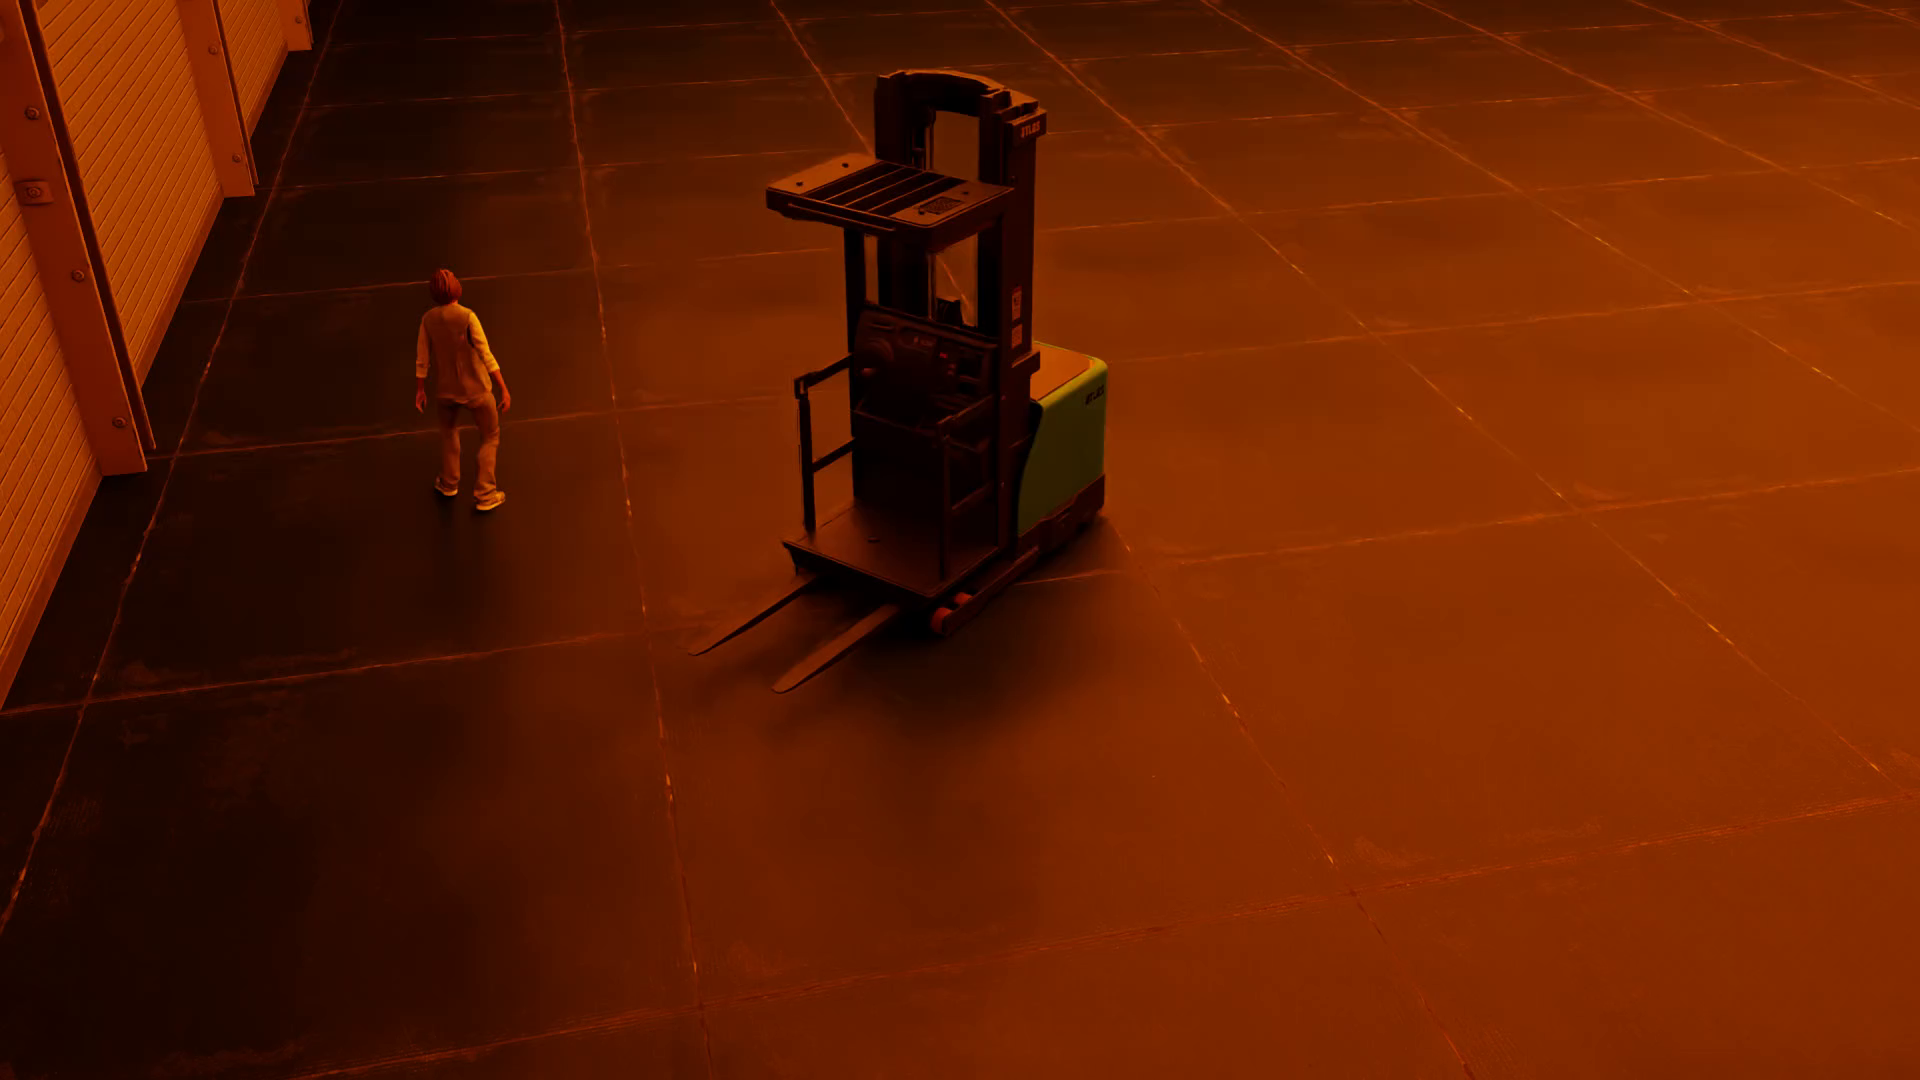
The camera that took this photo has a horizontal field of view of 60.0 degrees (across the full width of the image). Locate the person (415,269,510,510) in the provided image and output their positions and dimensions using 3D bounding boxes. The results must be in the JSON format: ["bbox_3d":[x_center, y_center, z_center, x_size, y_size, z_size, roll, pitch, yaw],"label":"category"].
[{"bbox_3d":[-3.183,-0.943,10.600,0.731,1.568,0.402,7,31,12],"label":"person"}]

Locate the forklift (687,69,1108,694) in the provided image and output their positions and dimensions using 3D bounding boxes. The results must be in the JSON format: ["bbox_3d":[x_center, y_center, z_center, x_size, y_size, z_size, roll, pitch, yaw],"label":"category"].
[{"bbox_3d":[-0.335,-0.990,9.284,1.130,2.935,3.031,20,35,30],"label":"forklift"}]
